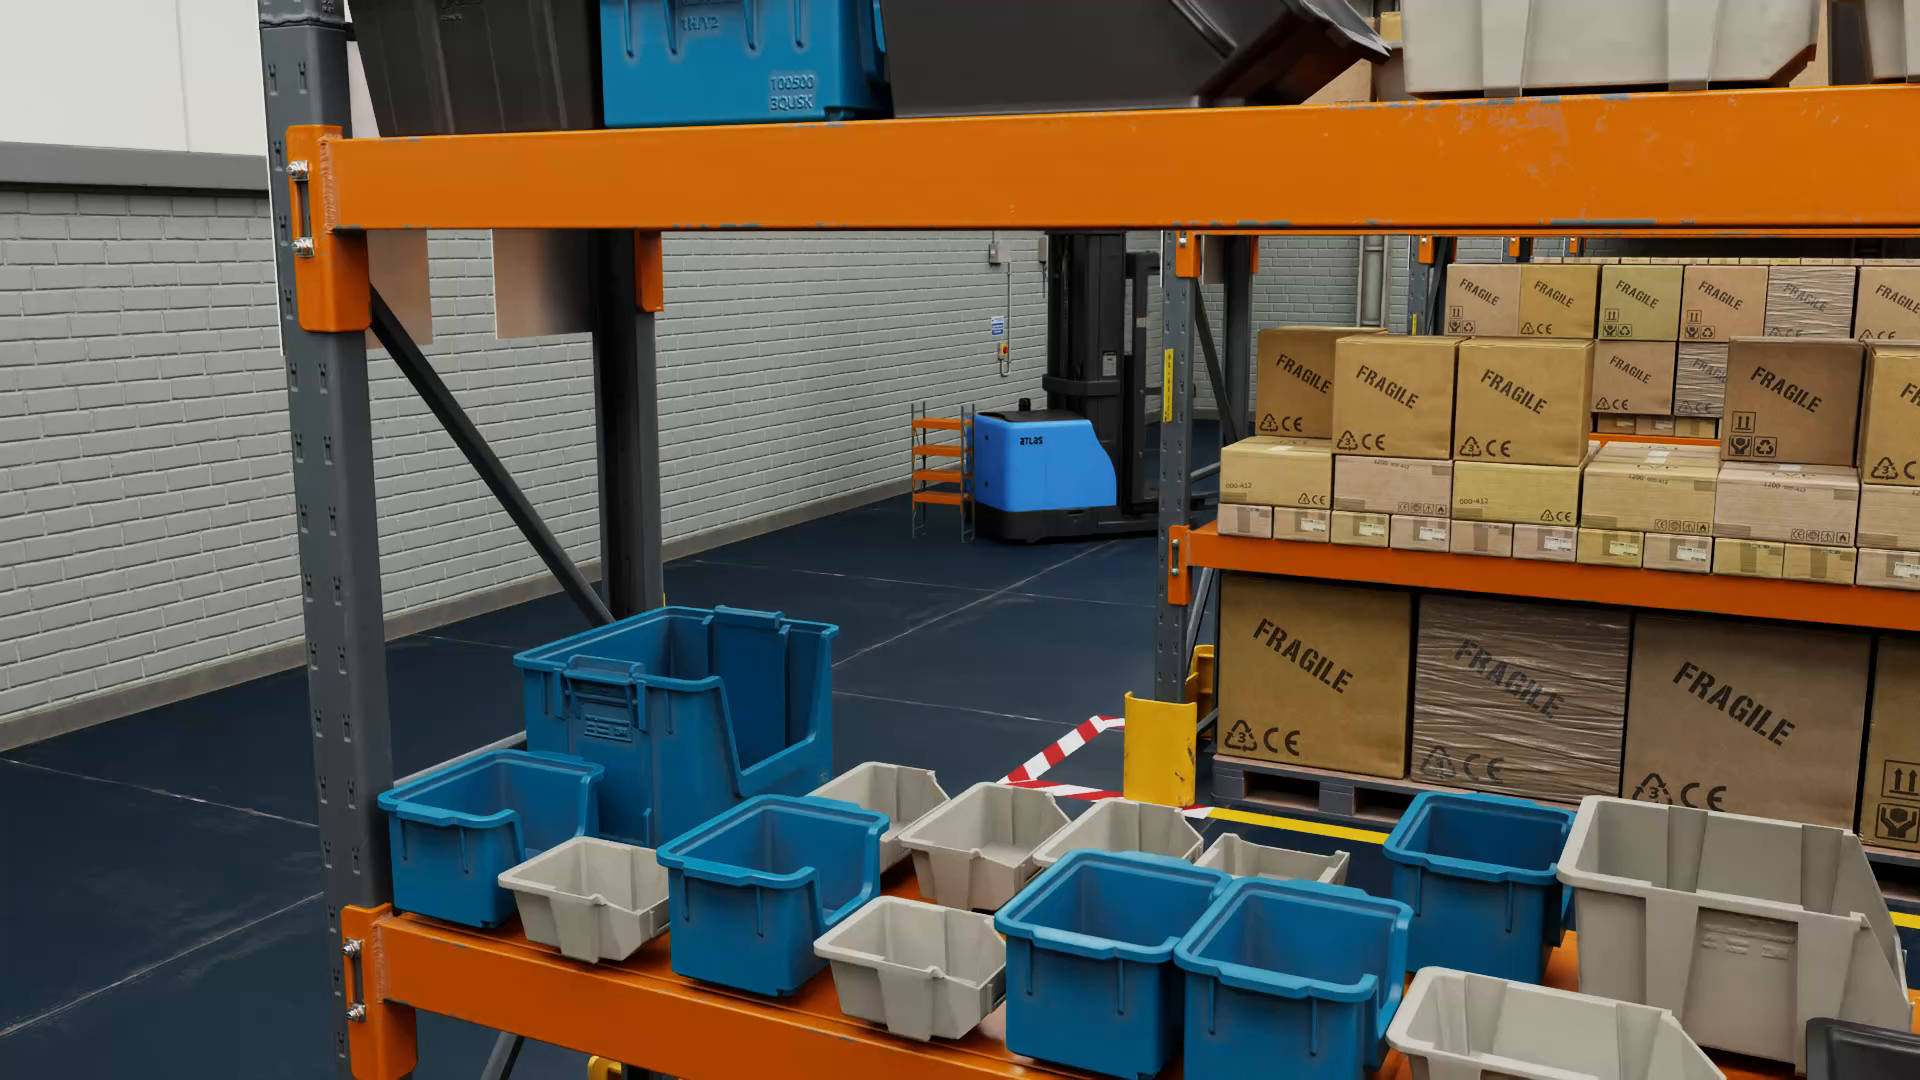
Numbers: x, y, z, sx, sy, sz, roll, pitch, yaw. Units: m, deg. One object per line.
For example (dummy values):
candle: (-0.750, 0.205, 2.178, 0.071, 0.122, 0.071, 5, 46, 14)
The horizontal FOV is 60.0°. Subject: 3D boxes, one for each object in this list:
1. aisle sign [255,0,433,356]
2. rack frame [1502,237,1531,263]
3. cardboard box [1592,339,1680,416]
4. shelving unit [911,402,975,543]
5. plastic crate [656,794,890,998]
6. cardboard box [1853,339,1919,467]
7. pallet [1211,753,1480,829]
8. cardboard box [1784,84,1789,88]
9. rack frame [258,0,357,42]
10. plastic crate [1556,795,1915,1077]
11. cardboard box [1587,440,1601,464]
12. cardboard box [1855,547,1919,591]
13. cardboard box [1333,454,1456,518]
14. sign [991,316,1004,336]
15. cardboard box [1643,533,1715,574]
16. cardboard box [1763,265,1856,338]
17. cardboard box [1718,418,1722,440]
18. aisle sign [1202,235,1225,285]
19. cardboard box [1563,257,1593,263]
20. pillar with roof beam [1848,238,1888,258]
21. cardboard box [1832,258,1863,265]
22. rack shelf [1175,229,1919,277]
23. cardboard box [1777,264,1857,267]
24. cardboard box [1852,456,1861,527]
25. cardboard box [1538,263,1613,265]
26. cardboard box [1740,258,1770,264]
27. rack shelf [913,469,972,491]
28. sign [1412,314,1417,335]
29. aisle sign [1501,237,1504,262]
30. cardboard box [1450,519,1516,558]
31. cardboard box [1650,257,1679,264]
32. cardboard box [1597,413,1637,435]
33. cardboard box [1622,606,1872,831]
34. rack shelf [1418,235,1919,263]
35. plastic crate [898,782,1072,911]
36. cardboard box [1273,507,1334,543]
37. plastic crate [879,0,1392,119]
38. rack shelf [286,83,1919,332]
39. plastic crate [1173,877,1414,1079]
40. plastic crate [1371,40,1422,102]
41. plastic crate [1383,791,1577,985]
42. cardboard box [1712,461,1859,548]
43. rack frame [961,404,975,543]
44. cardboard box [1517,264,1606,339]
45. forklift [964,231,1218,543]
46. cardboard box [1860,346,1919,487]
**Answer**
aisle sign: (-1.195, -0.767, 3.248, 0.004, 0.787, 0.394, 5, 11, 26)
rack frame: (5.577, -1.904, 16.826, 0.127, 3.000, 1.000, 5, 11, 26)
cardboard box: (4.683, -1.143, 11.505, 0.500, 0.500, 0.500, 5, 11, 27)
shelving unit: (-0.148, -0.603, 14.695, 0.503, 1.200, 0.258, 5, 11, 26)
plastic crate: (-0.333, 0.647, 3.035, 0.300, 0.233, 0.416, 5, 11, 26)
cardboard box: (4.025, -0.566, 6.915, 0.500, 0.500, 0.500, 5, 11, 26)
pallet: (1.944, 1.102, 8.051, 1.213, 0.211, 1.003, 5, 11, 26)
cardboard box: (3.165, -1.946, 6.896, 0.500, 0.500, 0.700, 6, 12, 28)
rack frame: (-0.999, -2.482, 3.176, 0.127, 3.000, 1.000, 5, 11, 26)
plastic crate: (1.300, 0.664, 2.802, 0.530, 0.282, 0.437, 5, 11, 26)
cardboard box: (2.655, -0.318, 7.649, 0.500, 0.250, 0.500, 5, 11, 24)
cardboard box: (3.669, 0.085, 6.541, 0.250, 0.149, 0.380, 5, 12, 27)
cardboard box: (1.972, -0.273, 7.400, 0.500, 0.250, 0.500, 5, 11, 25)
sign: (0.434, -2.474, 19.221, 0.001, 0.218, 0.327, 5, 11, 26)
cardboard box: (2.981, 0.025, 6.877, 0.250, 0.149, 0.380, 5, 12, 27)
cardboard box: (5.605, -1.554, 10.970, 0.500, 0.500, 0.500, 5, 12, 27)
cardboard box: (5.271, -0.763, 11.230, 0.250, 0.149, 0.380, 5, 12, 27)
aisle sign: (1.260, -1.654, 8.146, 0.004, 0.787, 0.394, 5, 11, 26)
cardboard box: (6.040, -2.683, 16.220, 0.250, 0.149, 0.380, 5, 12, 27)
pillar with roof beam: (9.227, -4.845, 16.232, 0.400, 9.000, 9.100, 5, 11, 26)
cardboard box: (8.105, -2.499, 15.204, 0.250, 0.149, 0.380, 5, 11, 25)
rack shelf: (2.986, -1.285, 7.007, 4.000, 0.370, 1.077, 5, 11, 26)
cardboard box: (5.858, -1.635, 11.419, 0.500, 0.500, 0.500, 5, 12, 27)
cardboard box: (4.030, -0.197, 6.983, 0.500, 0.250, 0.500, 5, 11, 26)
cardboard box: (4.452, -1.757, 12.089, 0.500, 0.500, 0.500, 5, 11, 24)
cardboard box: (7.402, -2.550, 15.488, 0.250, 0.149, 0.380, 5, 11, 26)
rack shelf: (-0.148, -0.537, 14.707, 0.480, 0.148, 0.258, 5, 11, 26)
sign: (3.238, -1.445, 11.858, 0.005, 0.325, 0.100, 5, 11, 26)
aisle sign: (5.384, -3.142, 16.370, 0.004, 0.787, 0.394, 5, 11, 26)
cardboard box: (2.287, -0.036, 7.212, 0.250, 0.149, 0.380, 5, 11, 25)
cardboard box: (6.725, -2.614, 15.840, 0.250, 0.149, 0.380, 5, 11, 26)
cardboard box: (4.613, -0.837, 11.636, 0.250, 0.149, 0.380, 5, 11, 25)
cardboard box: (3.416, 0.697, 7.241, 0.875, 0.875, 0.875, 5, 11, 26)
rack shelf: (5.271, -2.070, 11.340, 4.000, 0.370, 1.077, 5, 11, 26)
plastic crate: (0.066, 0.631, 3.394, 0.243, 0.136, 0.396, 5, 11, 26)
cardboard box: (1.595, -0.097, 7.547, 0.250, 0.149, 0.380, 5, 11, 25)
plastic crate: (0.249, -0.811, 2.541, 0.767, 0.338, 0.504, 5, 11, 26)
rack shelf: (0.794, -0.494, 2.637, 4.000, 0.370, 1.077, 5, 11, 26)
plastic crate: (0.526, 0.722, 2.618, 0.300, 0.233, 0.416, 5, 11, 26)
plastic crate: (0.964, -0.753, 2.786, 0.530, 0.136, 0.437, 5, 11, 26)
plastic crate: (0.956, 0.644, 3.052, 0.300, 0.233, 0.416, 5, 11, 26)
cardboard box: (3.344, -0.152, 6.732, 0.500, 0.250, 0.500, 5, 12, 27)
rack frame: (0.070, -0.584, 14.589, 0.015, 1.200, 0.240, 5, 11, 26)
cardboard box: (4.218, -1.676, 11.646, 0.500, 0.500, 0.500, 5, 12, 27)
forklift: (1.607, -1.560, 15.121, 3.031, 2.935, 1.130, -4, 11, -22)
cardboard box: (3.801, -0.481, 6.446, 0.500, 0.500, 0.500, 5, 11, 26)
